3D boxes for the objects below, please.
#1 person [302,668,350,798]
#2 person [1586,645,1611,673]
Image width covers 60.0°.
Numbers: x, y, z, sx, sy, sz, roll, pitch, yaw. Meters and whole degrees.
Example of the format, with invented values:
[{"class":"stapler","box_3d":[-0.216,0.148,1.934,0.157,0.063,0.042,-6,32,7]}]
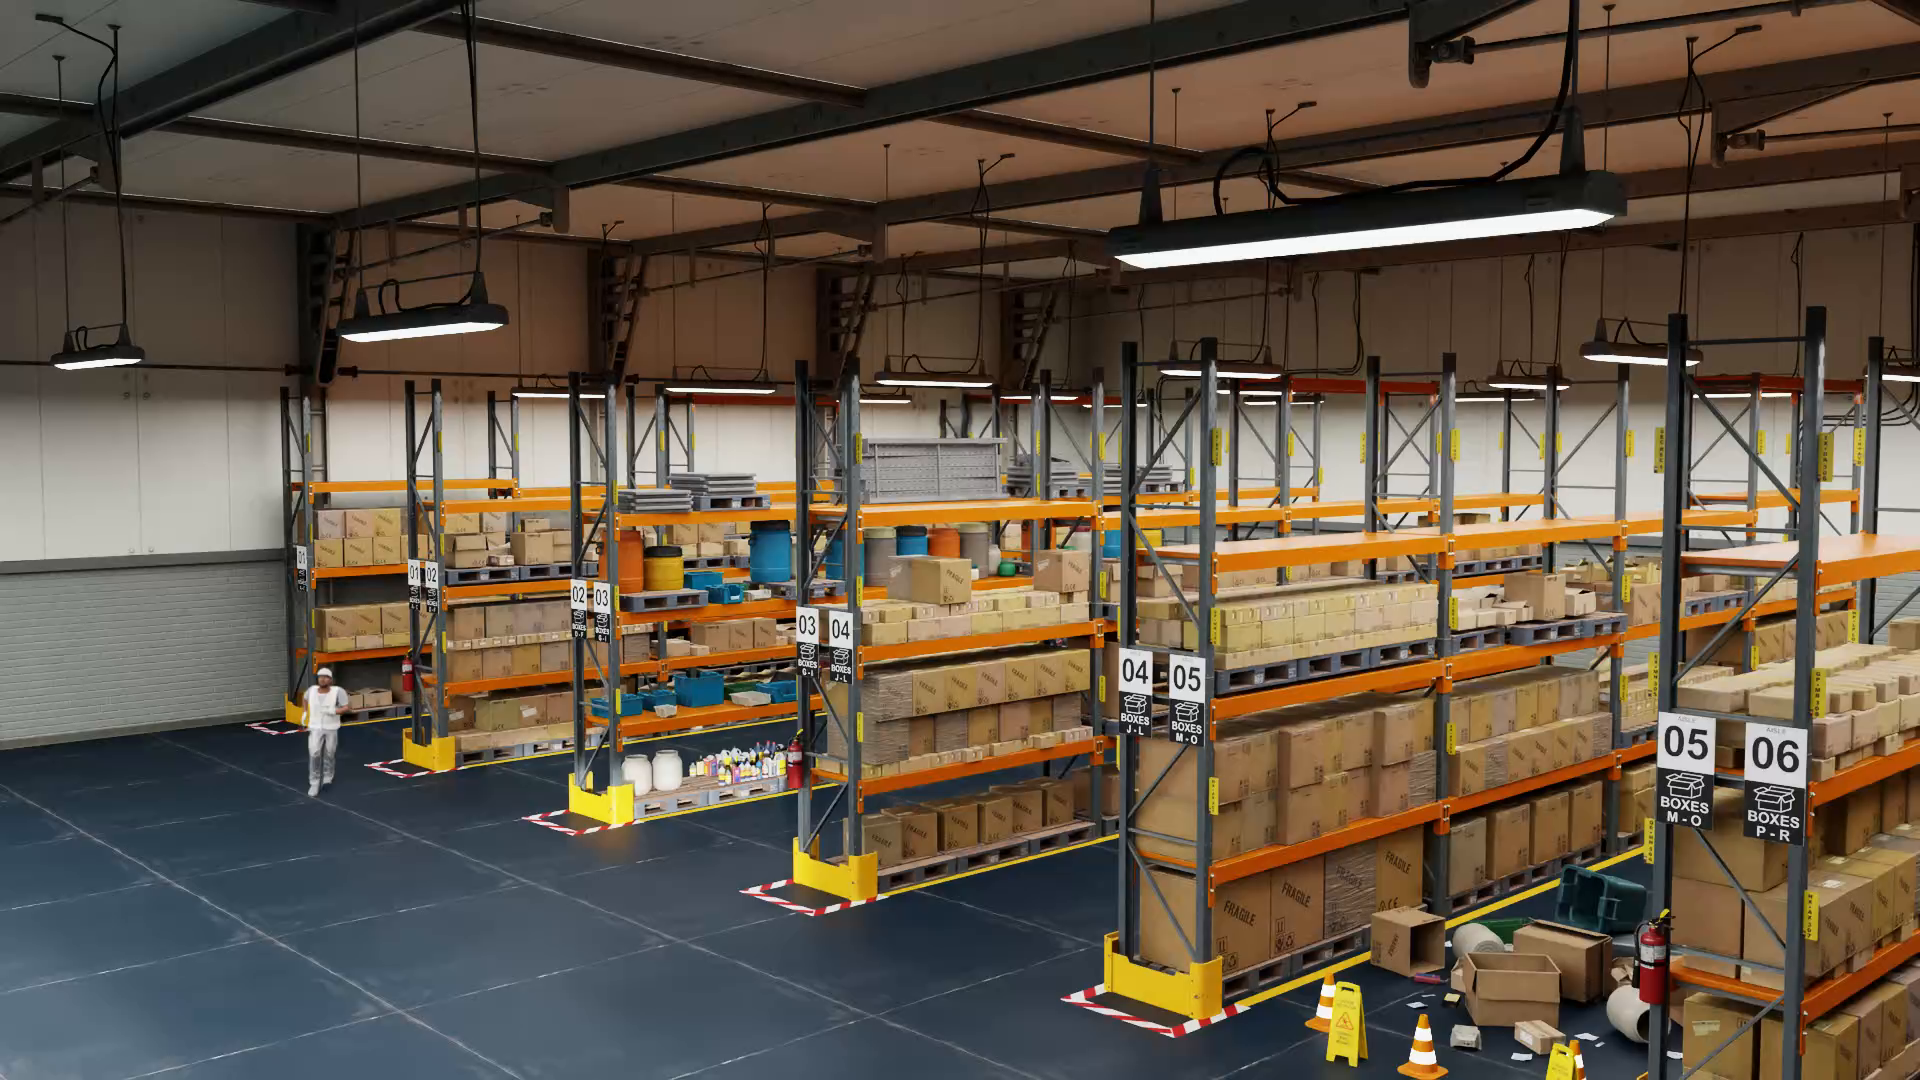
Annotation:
[{"class":"person","box_3d":[-9.142,2.740,23.984,0.666,1.815,0.737,-1,4,-16]},{"class":"person","box_3d":[10.867,2.568,28.112,0.608,1.624,0.629,2,4,32]}]
